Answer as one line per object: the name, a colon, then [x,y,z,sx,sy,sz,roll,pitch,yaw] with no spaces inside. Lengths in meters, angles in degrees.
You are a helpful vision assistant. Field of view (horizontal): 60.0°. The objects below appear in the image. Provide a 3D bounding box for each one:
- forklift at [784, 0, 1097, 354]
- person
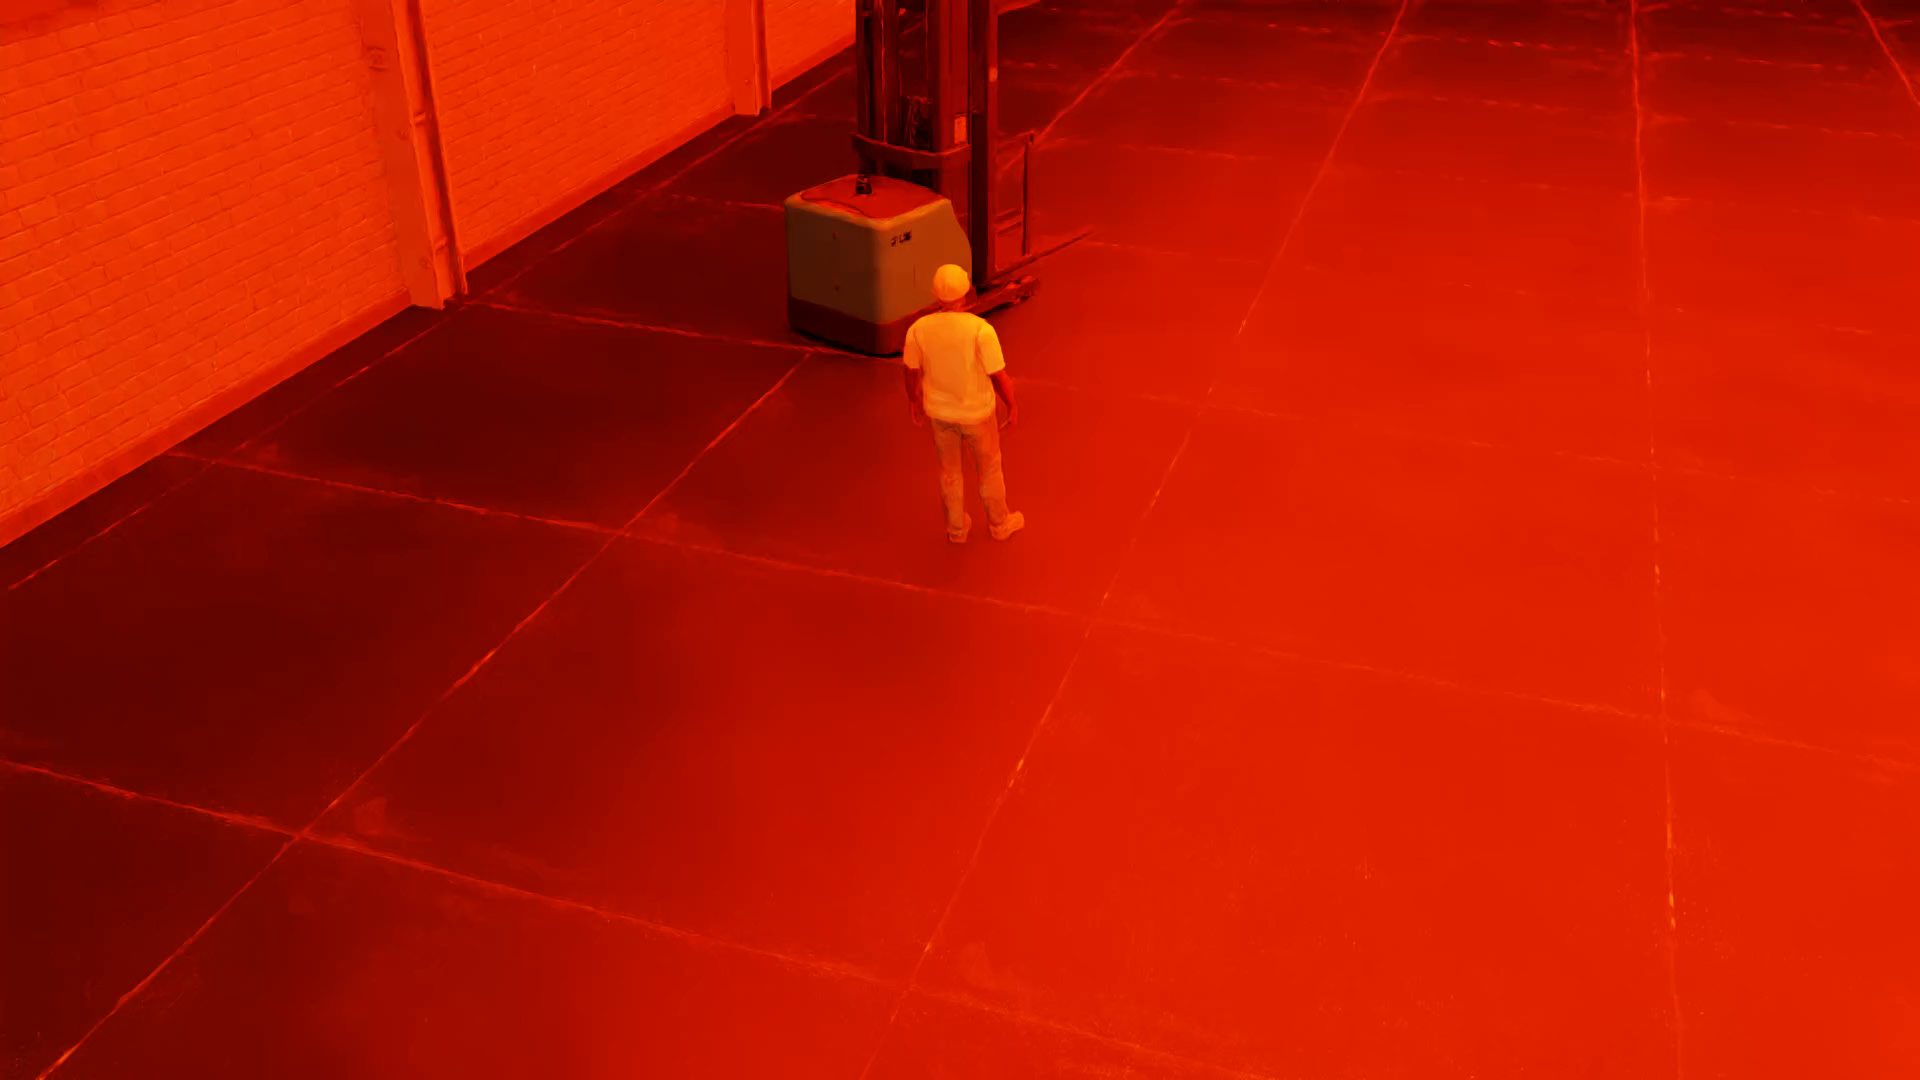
forklift: [-0.017,-3.322,12.965,1.130,2.935,3.031,22,36,33]
person: [0.028,-0.805,9.711,0.665,1.766,0.576,10,31,16]
